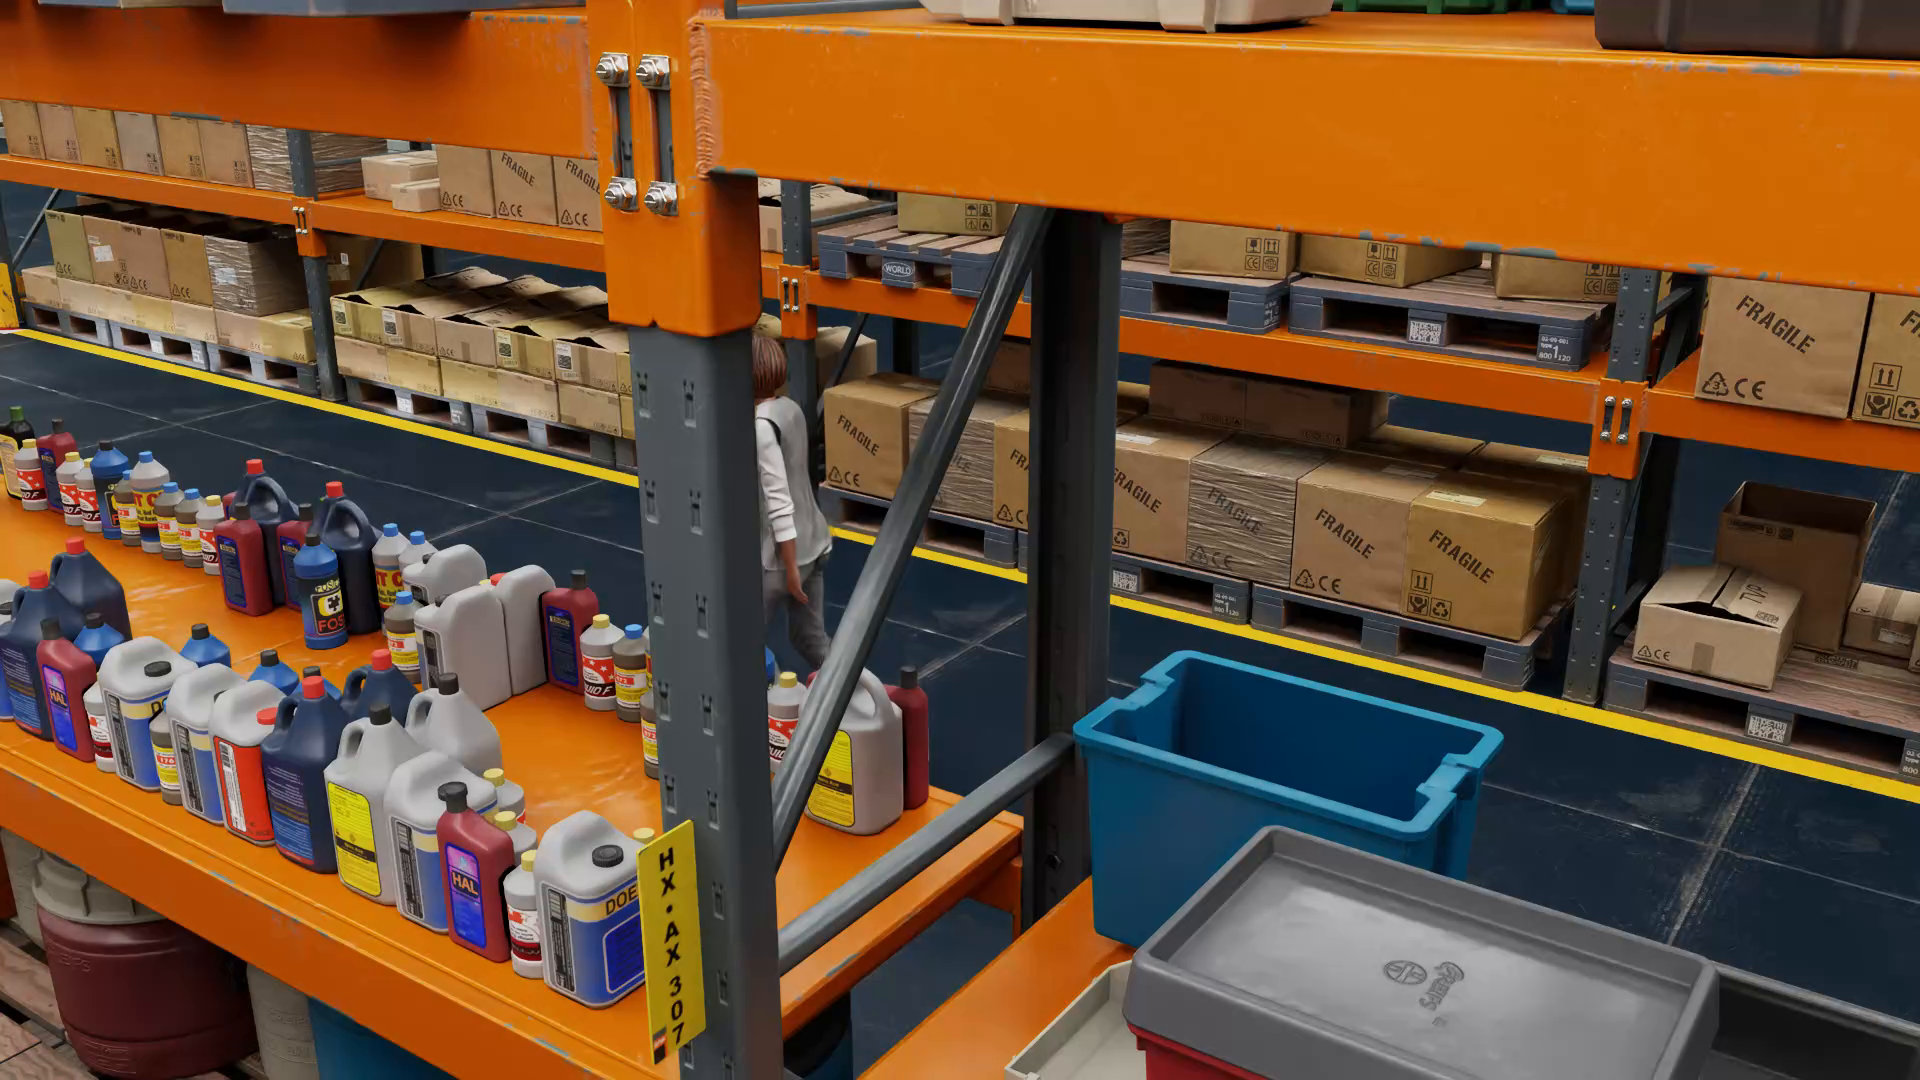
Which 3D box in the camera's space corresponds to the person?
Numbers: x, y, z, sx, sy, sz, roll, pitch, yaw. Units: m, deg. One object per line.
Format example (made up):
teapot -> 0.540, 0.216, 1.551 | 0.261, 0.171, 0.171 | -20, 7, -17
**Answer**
person -> -0.574, 0.082, 5.894 | 0.492, 1.628, 0.424 | 5, 21, 14
